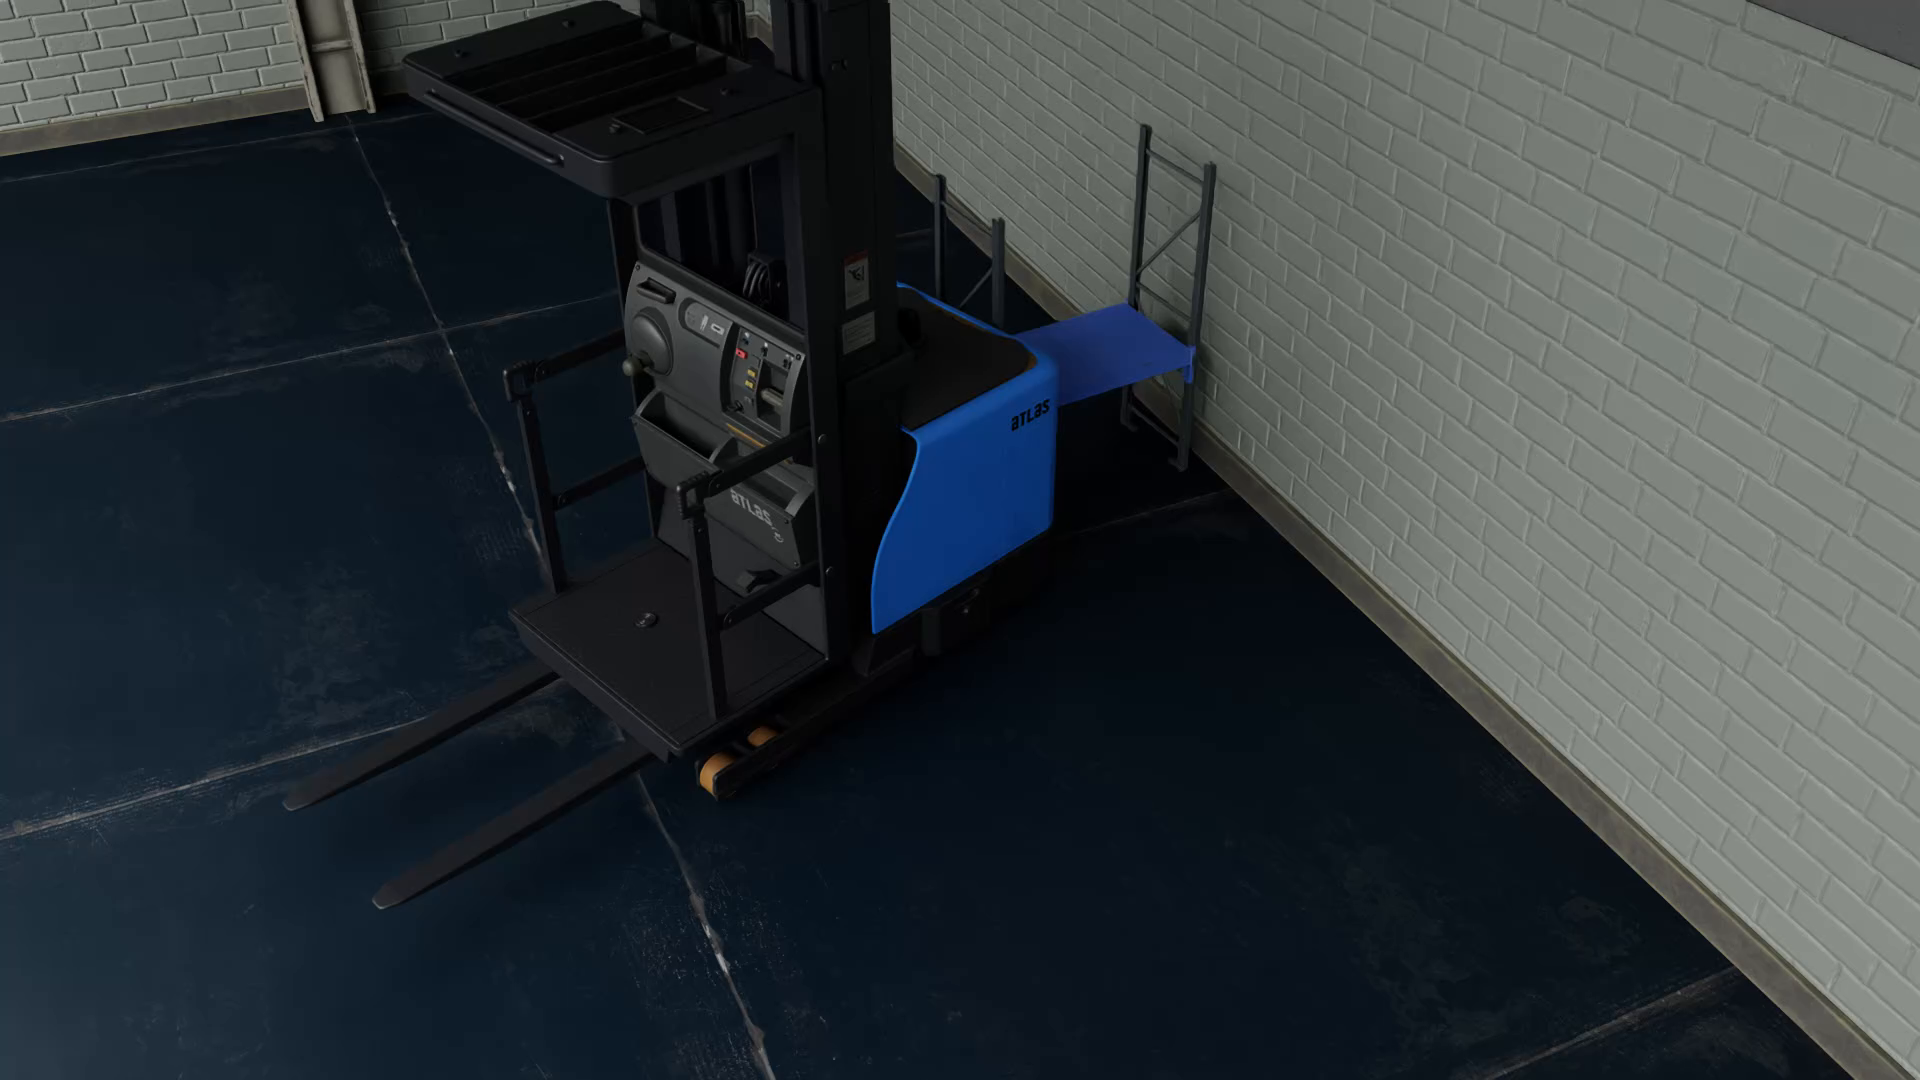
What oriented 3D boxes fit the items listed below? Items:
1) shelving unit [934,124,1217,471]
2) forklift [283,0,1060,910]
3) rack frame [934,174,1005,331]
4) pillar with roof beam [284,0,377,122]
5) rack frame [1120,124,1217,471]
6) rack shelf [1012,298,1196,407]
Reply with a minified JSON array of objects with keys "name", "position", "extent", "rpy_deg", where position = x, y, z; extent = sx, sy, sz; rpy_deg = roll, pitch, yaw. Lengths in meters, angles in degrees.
[{"name":"shelving unit","position":[0.473,-0.900,7.205],"extent":[1.048,1.500,0.538],"rpy_deg":[-19,41,-24]},{"name":"forklift","position":[-1.002,-0.597,5.595],"extent":[3.031,2.935,1.130],"rpy_deg":[-31,46,-34]},{"name":"rack frame","position":[0.035,-0.747,6.998],"extent":[0.032,1.500,0.500],"rpy_deg":[-19,41,-24]},{"name":"pillar with roof beam","position":[-2.305,-4.182,5.335],"extent":[0.400,9.000,9.100],"rpy_deg":[-16,39,-20]},{"name":"rack frame","position":[0.912,-1.054,7.411],"extent":[0.032,1.500,0.500],"rpy_deg":[-19,41,-24]},{"name":"rack shelf","position":[0.473,-0.756,7.312],"extent":[1.000,0.185,0.538],"rpy_deg":[-19,41,-24]}]
